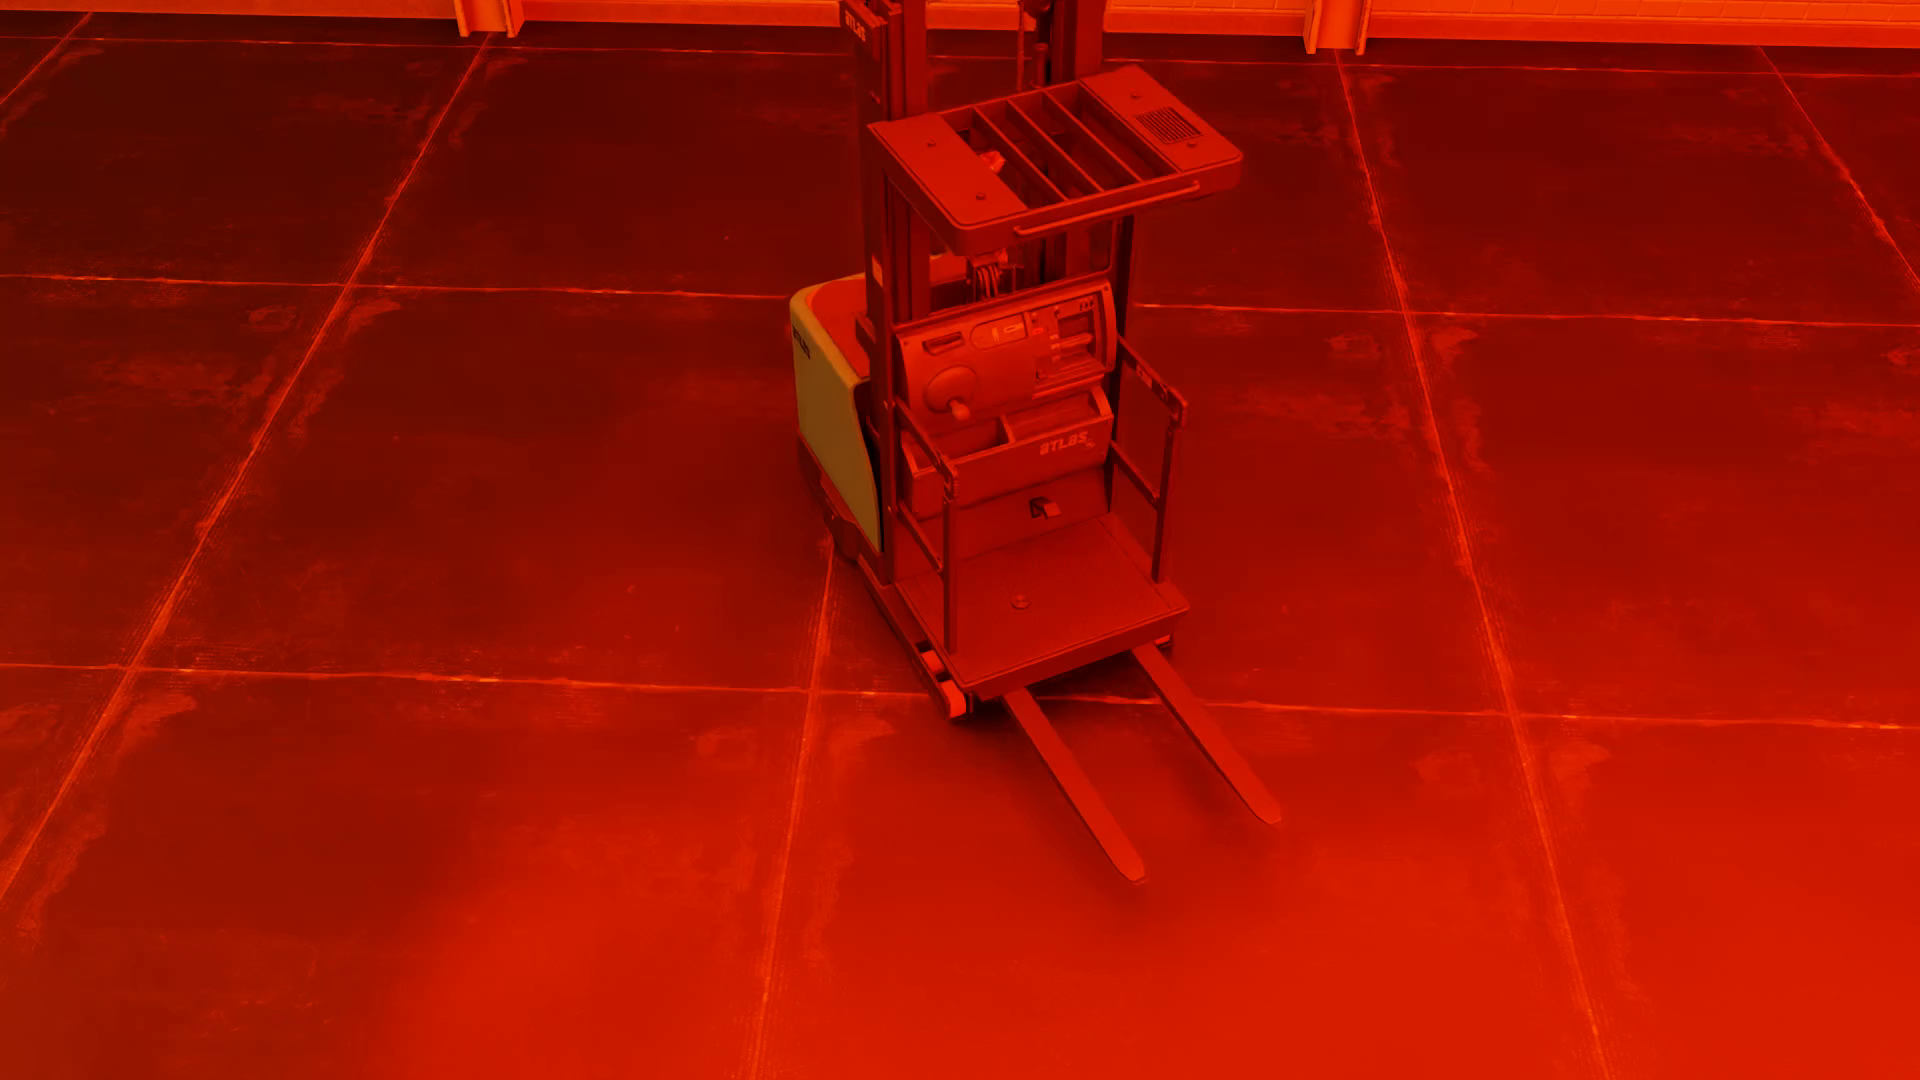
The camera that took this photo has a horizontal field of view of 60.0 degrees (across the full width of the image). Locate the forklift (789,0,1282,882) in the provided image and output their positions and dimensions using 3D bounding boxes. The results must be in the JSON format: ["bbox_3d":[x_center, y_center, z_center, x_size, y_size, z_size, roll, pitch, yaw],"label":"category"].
[{"bbox_3d":[0.293,-0.665,6.470,1.130,2.935,3.031,-18,45,-18],"label":"forklift"}]

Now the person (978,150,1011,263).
[{"bbox_3d":[0.180,-1.330,8.252,0.454,1.545,0.693,4,43,5],"label":"person"}]
